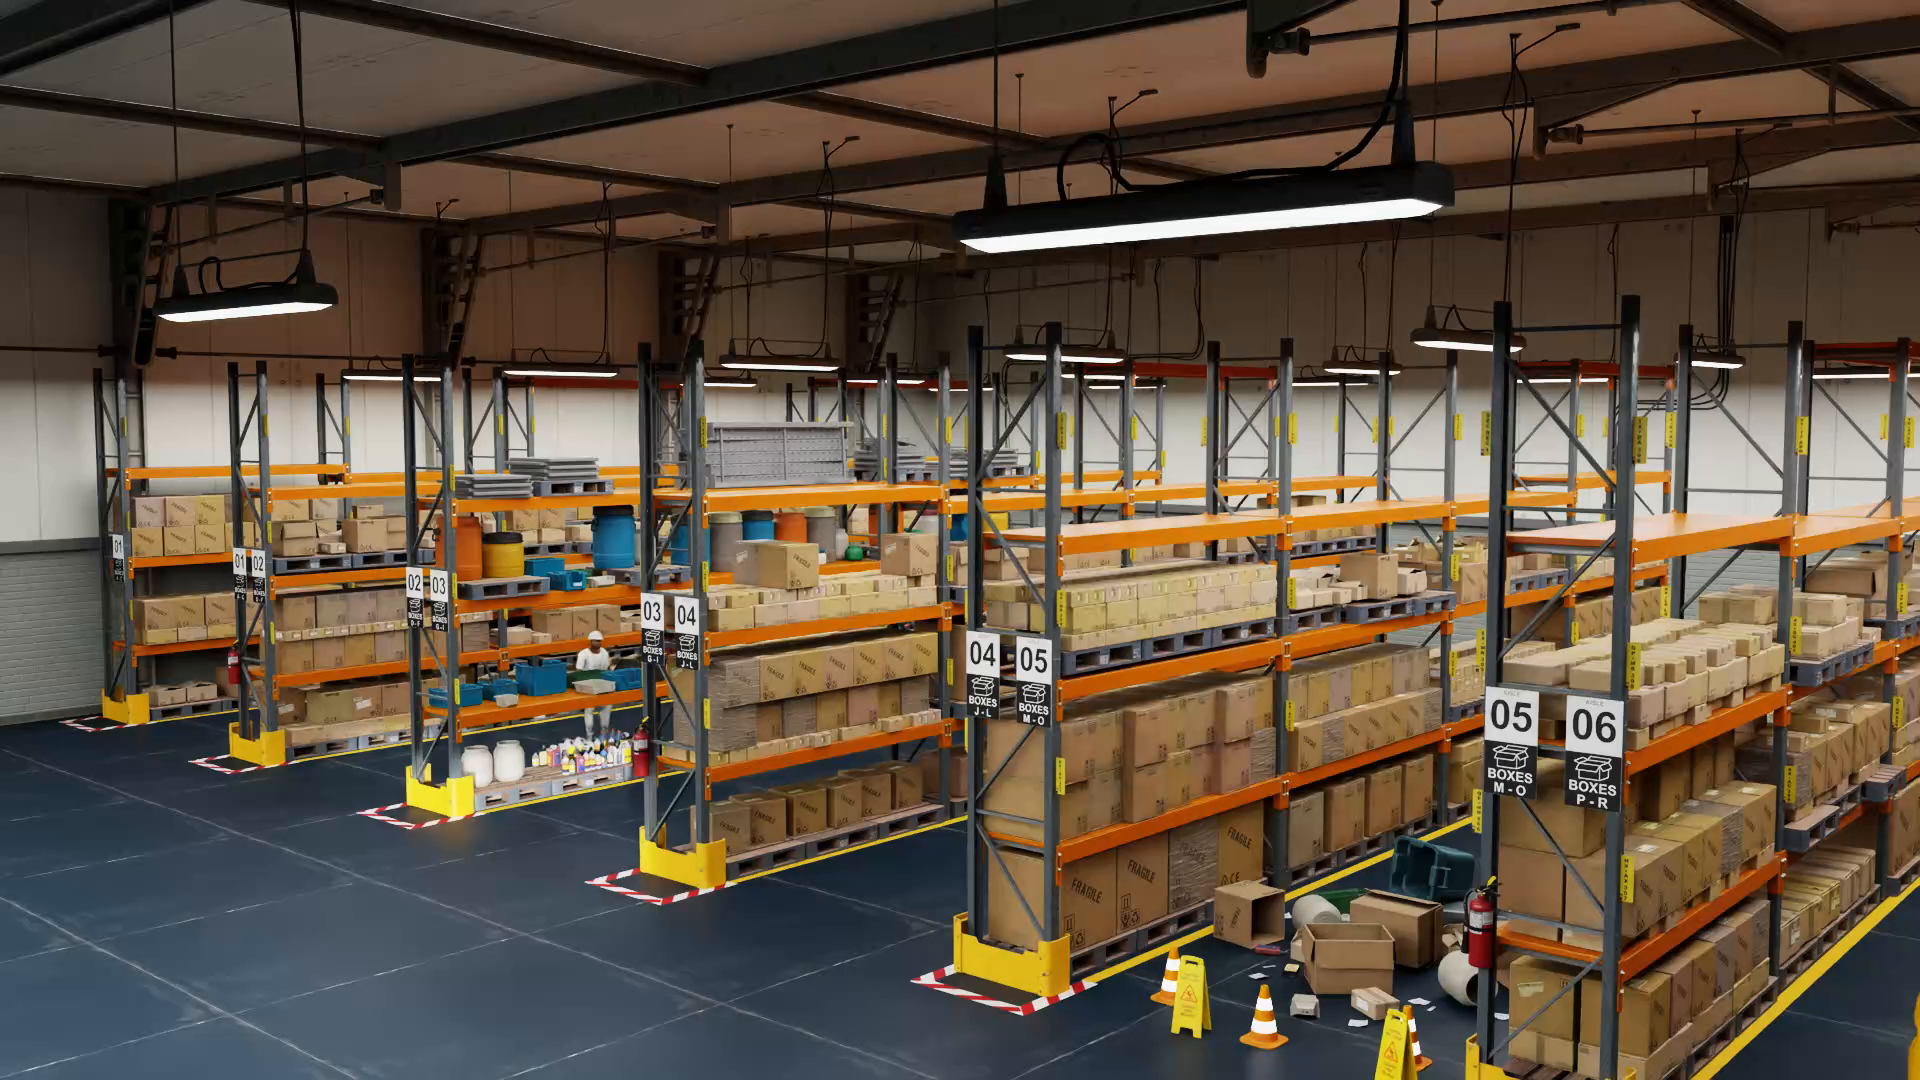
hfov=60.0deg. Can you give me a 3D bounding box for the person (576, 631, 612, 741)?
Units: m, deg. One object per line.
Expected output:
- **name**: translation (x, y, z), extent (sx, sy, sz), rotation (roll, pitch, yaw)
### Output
- **person**: translation (-5.835, 2.369, 26.532), extent (0.638, 1.842, 0.370), rotation (-4, 5, -40)
